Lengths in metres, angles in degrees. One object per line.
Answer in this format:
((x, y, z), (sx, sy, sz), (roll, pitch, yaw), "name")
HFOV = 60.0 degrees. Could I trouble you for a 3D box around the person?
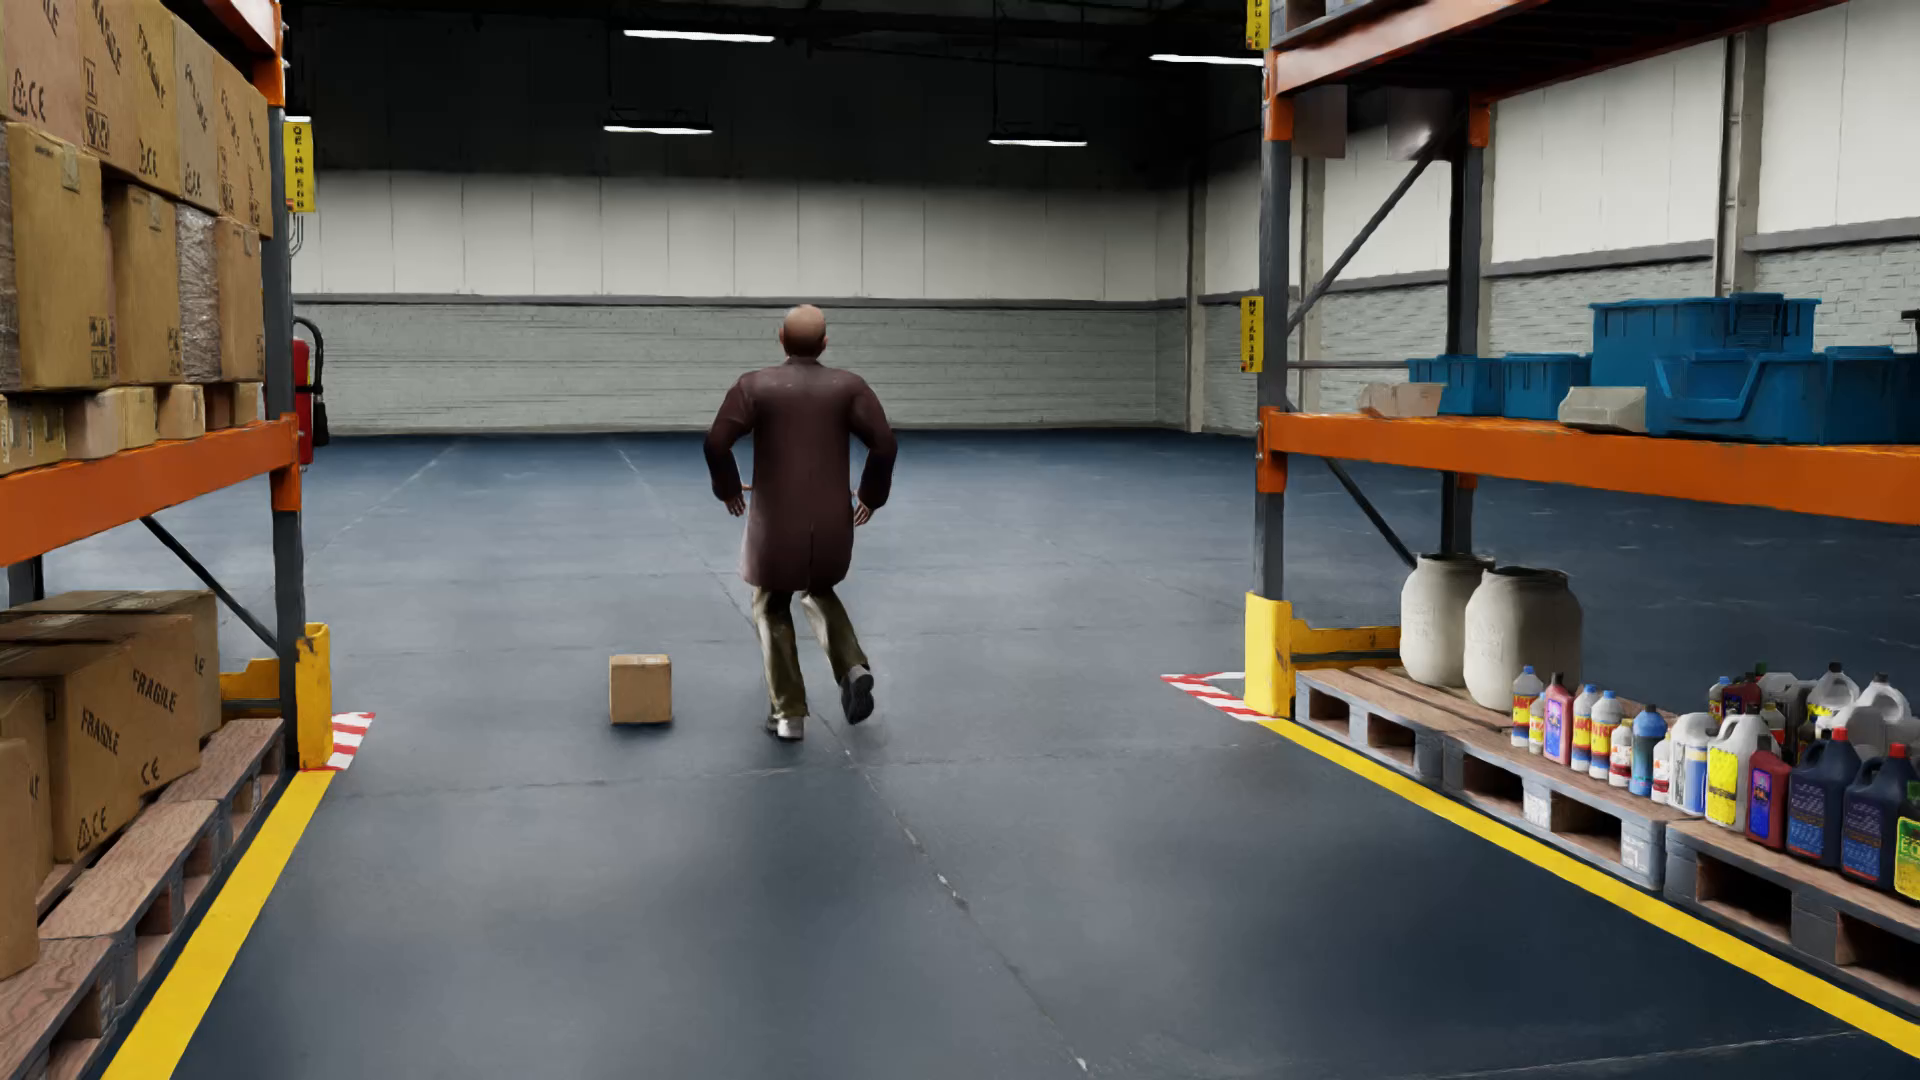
((-0.668, -0.071, 6.725), (0.766, 1.744, 0.530), (-3, 7, -23), "person")
